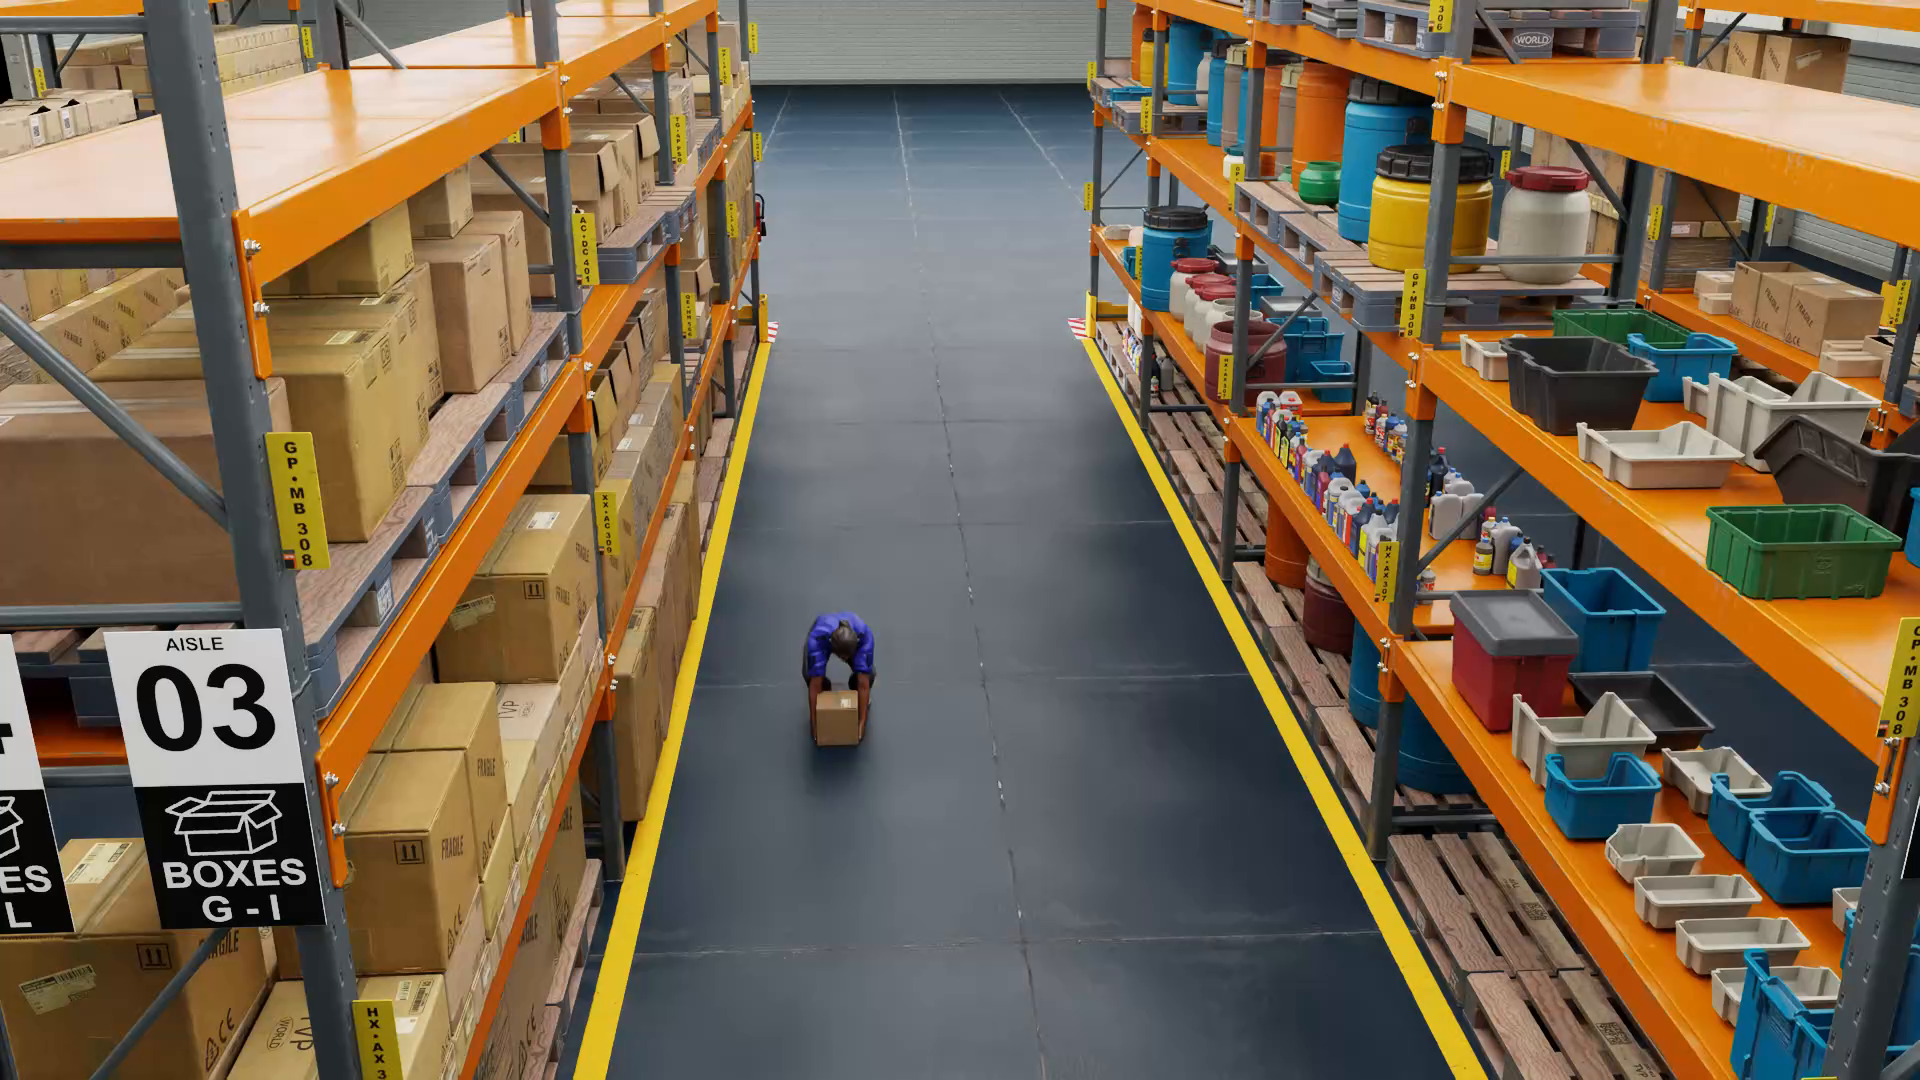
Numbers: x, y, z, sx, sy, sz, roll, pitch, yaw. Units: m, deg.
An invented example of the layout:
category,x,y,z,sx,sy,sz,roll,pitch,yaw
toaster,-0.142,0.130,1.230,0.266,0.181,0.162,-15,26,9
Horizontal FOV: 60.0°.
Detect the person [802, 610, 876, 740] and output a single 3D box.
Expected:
category,x,y,z,sx,sy,sz,roll,pitch,yaw
person,-0.757,0.772,10.408,0.460,0.790,0.838,-2,21,-4
